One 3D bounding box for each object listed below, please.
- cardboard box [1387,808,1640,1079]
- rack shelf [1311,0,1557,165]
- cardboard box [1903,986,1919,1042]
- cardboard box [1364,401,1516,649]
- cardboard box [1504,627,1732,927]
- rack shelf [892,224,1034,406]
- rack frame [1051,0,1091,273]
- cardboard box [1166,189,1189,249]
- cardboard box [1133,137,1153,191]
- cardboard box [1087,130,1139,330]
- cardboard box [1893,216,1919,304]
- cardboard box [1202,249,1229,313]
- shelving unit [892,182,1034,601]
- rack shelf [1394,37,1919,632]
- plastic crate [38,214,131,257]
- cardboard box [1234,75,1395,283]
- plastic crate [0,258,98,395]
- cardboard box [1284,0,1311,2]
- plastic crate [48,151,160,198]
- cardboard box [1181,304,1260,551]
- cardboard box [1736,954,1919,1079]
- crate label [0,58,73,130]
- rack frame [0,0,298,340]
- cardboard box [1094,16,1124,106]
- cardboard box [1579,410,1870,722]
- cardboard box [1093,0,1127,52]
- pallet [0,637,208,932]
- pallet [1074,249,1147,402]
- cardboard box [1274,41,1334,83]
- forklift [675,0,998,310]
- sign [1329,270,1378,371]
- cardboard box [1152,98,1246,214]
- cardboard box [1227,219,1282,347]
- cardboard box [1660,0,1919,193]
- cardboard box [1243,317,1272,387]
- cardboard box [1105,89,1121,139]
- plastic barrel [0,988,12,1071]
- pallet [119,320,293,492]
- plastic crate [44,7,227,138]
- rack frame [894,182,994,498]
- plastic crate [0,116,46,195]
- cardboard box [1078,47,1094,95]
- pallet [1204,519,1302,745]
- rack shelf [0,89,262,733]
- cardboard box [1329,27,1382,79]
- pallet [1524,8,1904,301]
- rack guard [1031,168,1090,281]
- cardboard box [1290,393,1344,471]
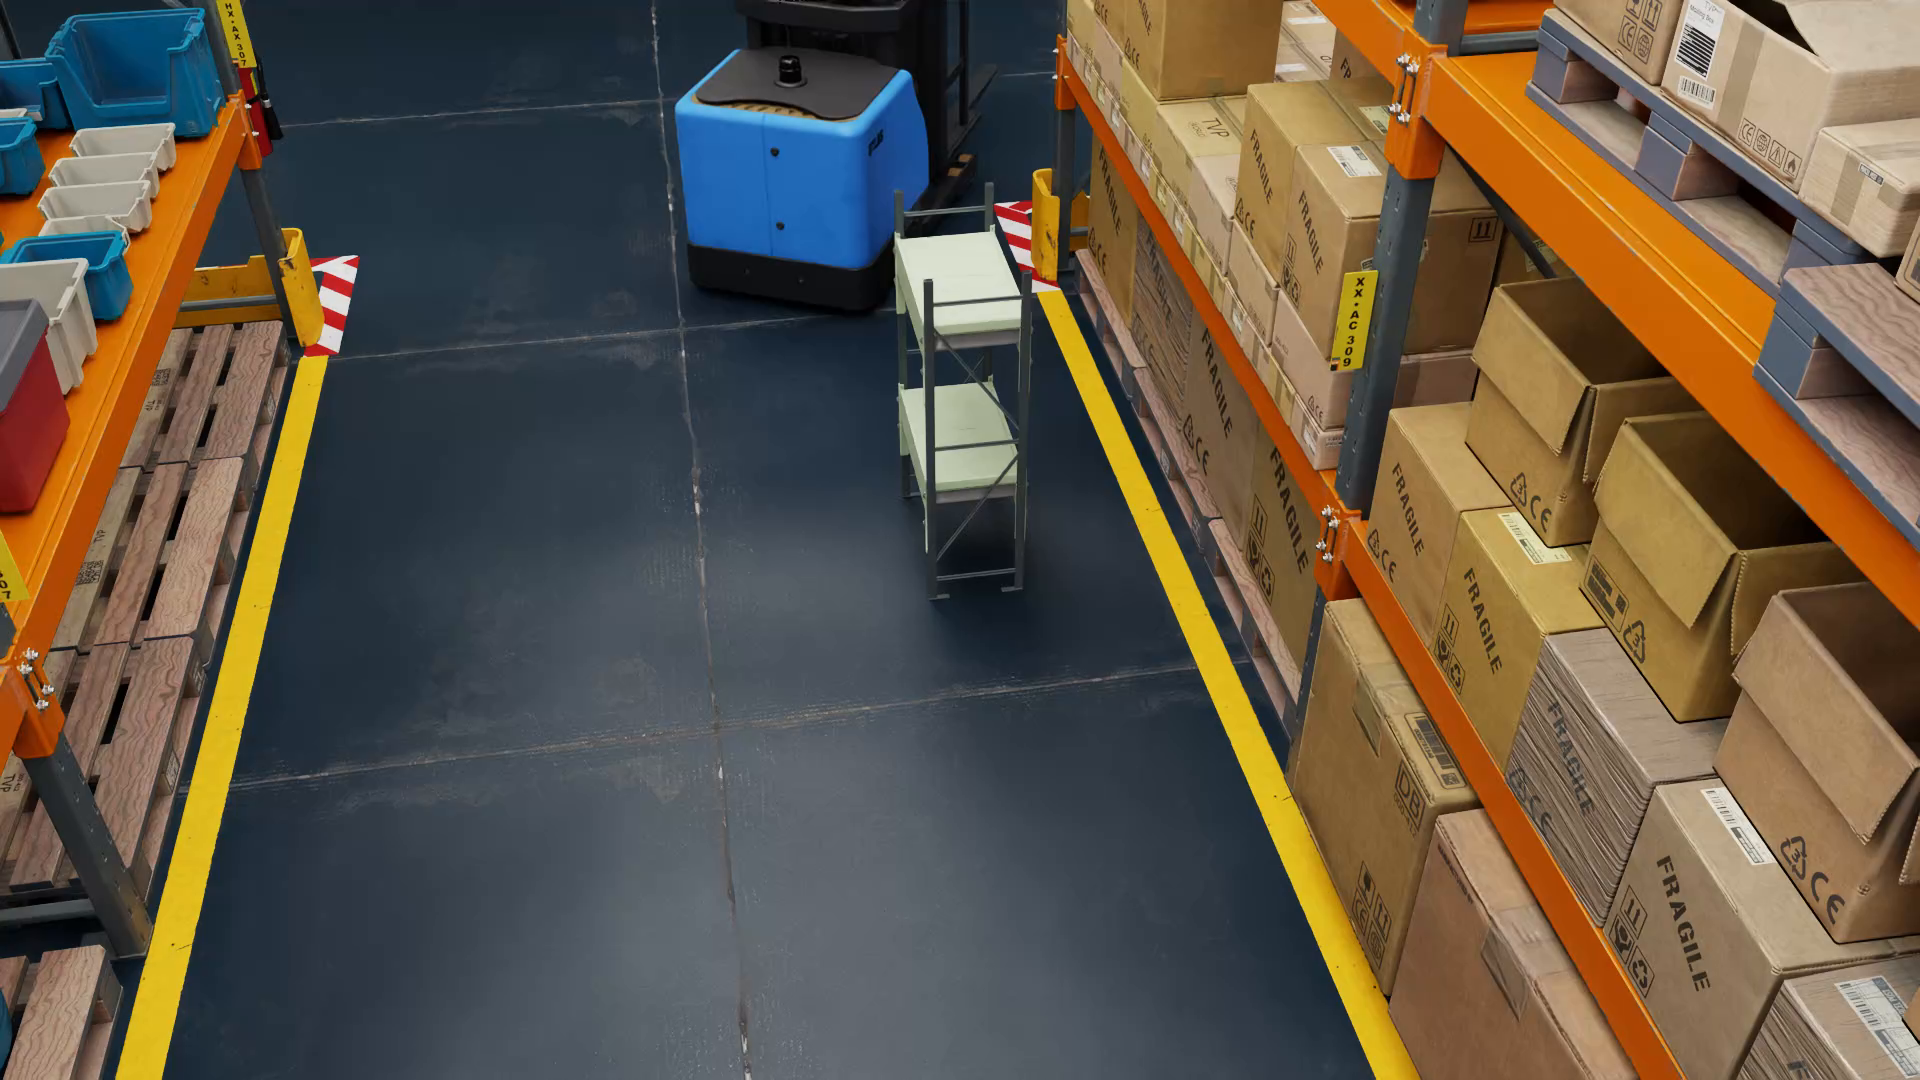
[{"bbox_3d":[1.984,1.272,4.557,1.225,0.875,0.875,-7,38,-10],"label":"cardboard box"},{"bbox_3d":[1.344,-2.434,6.079,1.077,0.370,4.000,-6,38,-8],"label":"rack shelf"},{"bbox_3d":[2.173,0.818,2.853,0.797,0.503,0.637,-5,38,-7],"label":"cardboard box"},{"bbox_3d":[1.530,-0.060,4.801,0.500,0.500,0.500,-6,38,-8],"label":"cardboard box"},{"bbox_3d":[1.706,0.546,4.021,0.500,0.500,0.500,-7,38,-9],"label":"cardboard box"},{"bbox_3d":[0.001,-0.896,6.545,0.431,0.370,0.720,-6,38,-8],"label":"rack shelf"},{"bbox_3d":[0.994,-2.741,8.333,1.000,3.000,0.127,-6,38,-8],"label":"rack frame"},{"bbox_3d":[1.050,-1.305,6.689,0.380,0.149,0.250,-6,38,-7],"label":"cardboard box"},{"bbox_3d":[0.959,-1.616,7.089,0.380,0.149,0.250,-7,38,-8],"label":"cardboard box"},{"bbox_3d":[1.185,-1.690,8.370,0.875,0.875,0.875,-6,38,-8],"label":"cardboard box"},{"bbox_3d":[2.017,-0.532,2.618,0.797,0.503,0.637,-7,38,-9],"label":"cardboard box"},{"bbox_3d":[1.138,-0.996,6.292,0.380,0.149,0.250,-6,38,-7],"label":"cardboard box"},{"bbox_3d":[0.001,-0.588,6.785,0.431,1.500,0.755,-6,38,-8],"label":"shelving unit"},{"bbox_3d":[2.046,-0.018,2.969,1.077,0.370,4.000,-6,38,-8],"label":"rack shelf"},{"bbox_3d":[-3.382,-1.136,6.433,0.298,0.136,0.250,-6,38,-8],"label":"plastic crate"},{"bbox_3d":[1.267,-1.231,5.659,0.500,0.500,0.500,-6,38,-7],"label":"cardboard box"},{"bbox_3d":[-3.268,-0.711,5.768,0.437,0.282,0.530,-6,38,-8],"label":"plastic crate"},{"bbox_3d":[1.340,-2.535,7.948,0.500,0.250,0.500,-7,38,-9],"label":"cardboard box"},{"bbox_3d":[-3.525,-1.478,6.874,0.396,0.136,0.243,-6,38,-8],"label":"plastic crate"},{"bbox_3d":[1.500,-0.603,6.970,0.875,0.875,0.875,-6,38,-8],"label":"cardboard box"},{"bbox_3d":[1.890,1.165,3.224,0.500,0.500,0.500,-7,38,-9],"label":"cardboard box"},{"bbox_3d":[-4.163,-1.981,7.443,0.416,0.233,0.303,-6,38,-8],"label":"crate label"},{"bbox_3d":[-3.882,-2.208,7.648,1.000,3.000,0.127,-6,38,-8],"label":"rack frame"},{"bbox_3d":[0.910,-2.167,7.474,0.500,0.250,0.500,-7,38,-9],"label":"cardboard box"},{"bbox_3d":[1.924,0.040,3.854,0.797,0.503,0.637,-6,38,-7],"label":"cardboard box"},{"bbox_3d":[0.900,-2.474,7.259,0.500,0.500,0.500,-7,38,-9],"label":"cardboard box"},{"bbox_3d":[-3.348,0.869,5.960,1.003,0.211,1.213,-6,38,-8],"label":"pallet"},{"bbox_3d":[1.211,-1.165,8.578,1.003,0.211,1.213,-6,38,-8],"label":"pallet"},{"bbox_3d":[1.518,-1.921,7.158,0.500,0.250,0.500,-7,38,-9],"label":"cardboard box"},{"bbox_3d":[-0.526,-3.263,9.062,1.130,2.935,3.031,11,39,14],"label":"forklift"},{"bbox_3d":[1.149,-0.638,4.856,0.100,0.325,0.005,-6,38,-8],"label":"sign"},{"bbox_3d":[1.091,-1.549,6.678,0.500,0.250,0.500,-7,38,-9],"label":"cardboard box"},{"bbox_3d":[1.266,-0.934,5.887,0.500,0.250,0.500,-5,38,-7],"label":"cardboard box"},{"bbox_3d":[1.799,-0.968,3.336,0.500,0.311,0.500,-7,38,-10],"label":"cardboard box"},{"bbox_3d":[1.229,-0.685,5.892,0.380,0.149,0.250,-7,38,-9],"label":"cardboard box"},{"bbox_3d":[0.870,-1.925,7.488,0.380,0.149,0.250,-7,38,-9],"label":"cardboard box"},{"bbox_3d":[-3.103,1.201,4.627,0.600,0.901,0.708,-6,38,-8],"label":"plastic barrel"},{"bbox_3d":[-3.776,-0.605,7.857,1.003,0.211,1.213,-6,38,-8],"label":"pallet"},{"bbox_3d":[-3.640,-2.064,7.384,0.616,0.435,0.499,-6,38,-8],"label":"plastic crate"},{"bbox_3d":[-0.063,-0.809,7.069,0.400,1.500,0.023,-6,38,-8],"label":"rack frame"},{"bbox_3d":[-4.048,-1.584,6.931,0.416,0.233,0.300,-6,38,-8],"label":"plastic crate"},{"bbox_3d":[0.778,-2.237,7.889,0.380,0.149,0.250,-7,38,-9],"label":"cardboard box"},{"bbox_3d":[1.639,0.308,6.681,1.003,0.211,1.213,-6,38,-8],"label":"pallet"},{"bbox_3d":[-3.532,-0.716,6.313,1.077,0.370,4.000,-6,38,-8],"label":"rack shelf"},{"bbox_3d":[1.688,-1.608,6.144,0.500,0.500,0.500,-7,38,-9],"label":"cardboard box"},{"bbox_3d":[1.904,-0.886,3.656,0.805,0.209,1.217,-8,39,-10],"label":"pallet"},{"bbox_3d":[0.990,-1.768,9.119,1.175,0.500,0.348,-6,38,-8],"label":"rack guard"},{"bbox_3d":[1.319,-0.375,5.492,0.380,0.149,0.250,-6,38,-8],"label":"cardboard box"}]
